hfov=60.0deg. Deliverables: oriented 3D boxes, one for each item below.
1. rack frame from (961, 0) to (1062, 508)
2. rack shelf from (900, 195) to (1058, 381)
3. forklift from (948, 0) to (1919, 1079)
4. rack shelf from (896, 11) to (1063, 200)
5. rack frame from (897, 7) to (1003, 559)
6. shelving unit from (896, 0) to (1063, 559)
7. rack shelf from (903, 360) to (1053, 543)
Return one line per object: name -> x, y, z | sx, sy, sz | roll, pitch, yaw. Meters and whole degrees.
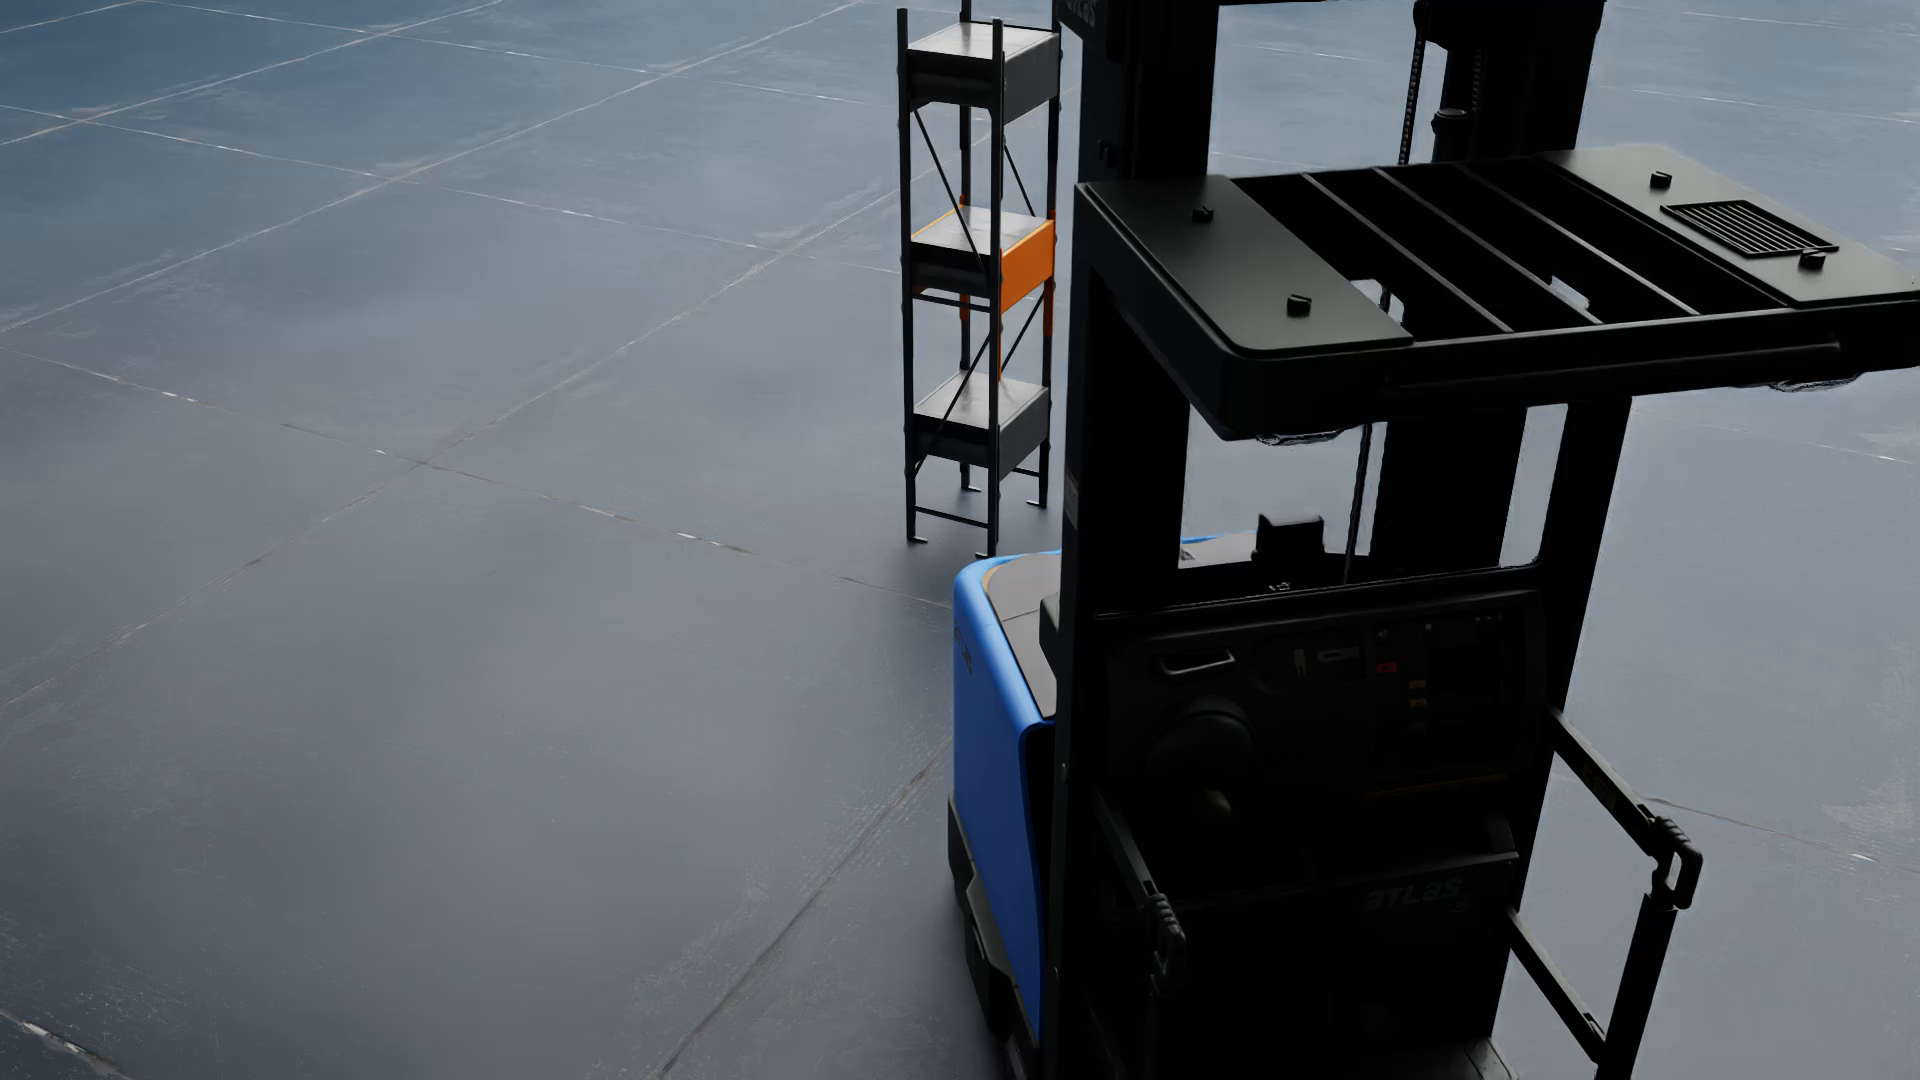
rack frame -> 0.187, -1.092, 6.543 | 0.400, 2.100, 0.015 | 14, 33, 23
rack shelf -> 0.075, -0.972, 6.362 | 0.431, 0.518, 0.480 | 14, 33, 23
forklift -> 0.787, 0.379, 3.147 | 1.130, 2.935, 3.031 | -6, 30, -11
rack shelf -> 0.075, -1.579, 6.013 | 0.431, 0.518, 0.480 | 14, 33, 23
rack frame -> -0.036, -0.876, 6.167 | 0.400, 2.100, 0.015 | 14, 33, 23
shelving unit -> 0.075, -0.984, 6.355 | 0.431, 2.100, 0.503 | 14, 33, 23
rack shelf -> 0.075, -0.365, 6.710 | 0.431, 0.518, 0.480 | 14, 33, 23
